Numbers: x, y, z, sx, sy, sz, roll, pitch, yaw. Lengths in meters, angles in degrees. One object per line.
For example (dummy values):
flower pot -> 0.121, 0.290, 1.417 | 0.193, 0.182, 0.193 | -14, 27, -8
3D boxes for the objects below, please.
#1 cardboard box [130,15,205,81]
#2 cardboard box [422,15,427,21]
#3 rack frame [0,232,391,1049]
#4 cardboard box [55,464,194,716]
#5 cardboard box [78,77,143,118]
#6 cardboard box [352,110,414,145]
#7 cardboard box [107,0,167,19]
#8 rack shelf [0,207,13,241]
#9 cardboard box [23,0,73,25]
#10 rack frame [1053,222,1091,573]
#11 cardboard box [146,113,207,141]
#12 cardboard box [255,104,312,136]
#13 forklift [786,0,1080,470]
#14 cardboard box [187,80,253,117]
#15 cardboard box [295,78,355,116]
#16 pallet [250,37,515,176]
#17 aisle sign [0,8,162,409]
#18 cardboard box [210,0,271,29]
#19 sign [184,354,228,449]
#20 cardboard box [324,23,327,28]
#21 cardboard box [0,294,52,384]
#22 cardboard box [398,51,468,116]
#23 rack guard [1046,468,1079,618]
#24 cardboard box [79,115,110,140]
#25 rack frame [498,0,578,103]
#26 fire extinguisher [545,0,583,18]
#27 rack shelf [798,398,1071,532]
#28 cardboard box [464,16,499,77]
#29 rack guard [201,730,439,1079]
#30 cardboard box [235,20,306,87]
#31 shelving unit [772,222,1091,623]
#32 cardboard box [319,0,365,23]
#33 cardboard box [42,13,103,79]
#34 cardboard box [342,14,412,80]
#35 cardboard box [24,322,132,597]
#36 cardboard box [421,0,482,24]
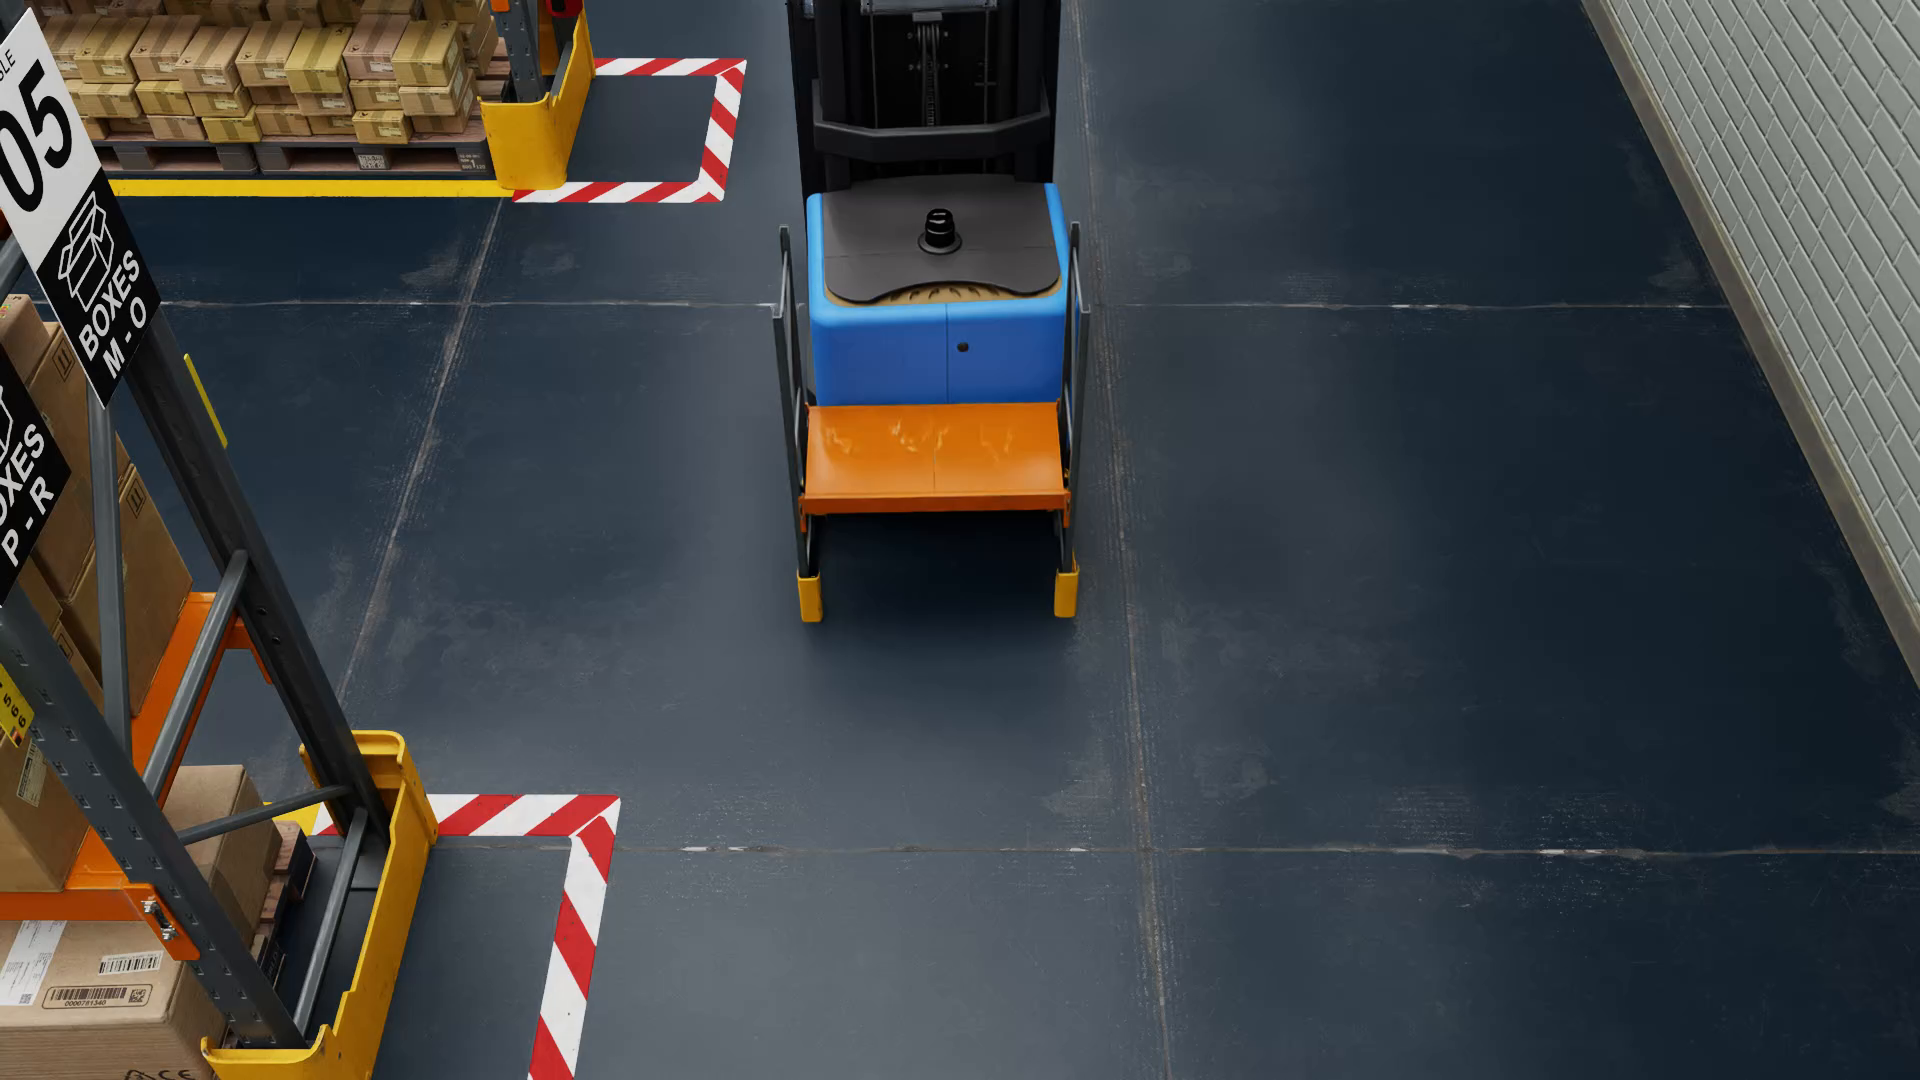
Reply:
cardboard box -> -3.954, -2.469, 8.334 | 0.250, 0.149, 0.380 | -1, 47, -1
cardboard box -> -2.919, -2.743, 8.793 | 0.250, 0.149, 0.380 | 0, 47, 0
rack frame -> -2.040, 0.385, 4.423 | 0.127, 3.000, 1.000 | 0, 47, 0
cardboard box -> -2.519, 0.139, 4.584 | 0.500, 0.500, 0.500 | 0, 47, 0
cardboard box -> -4.221, -2.291, 8.372 | 0.250, 0.149, 0.380 | 1, 47, 1
cardboard box -> -2.907, -2.186, 8.477 | 0.250, 0.149, 0.380 | 1, 47, 1
cardboard box -> -4.213, -2.783, 8.626 | 0.250, 0.149, 0.380 | 0, 47, 0
rack shelf -> -4.040, -0.398, 3.594 | 4.000, 0.370, 1.077 | 0, 47, 0
cardboard box -> -4.731, -2.856, 8.694 | 0.250, 0.149, 0.380 | -2, 47, -2
rack frame -> 0.409, -0.420, 6.197 | 0.032, 1.500, 0.500 | -1, 47, -1
cardboard box -> -3.947, -2.211, 8.500 | 0.250, 0.149, 0.380 | 1, 47, 1
cardboard box -> -3.418, -2.241, 8.528 | 0.250, 0.149, 0.380 | 1, 47, 1
forklift -> -0.162, -2.205, 6.881 | 1.130, 2.935, 3.031 | -3, 47, -3
cardboard box -> -3.689, -2.297, 8.377 | 0.250, 0.149, 0.380 | 1, 47, 1
cardboard box -> -3.171, -2.305, 8.384 | 0.250, 0.149, 0.380 | -2, 47, -1
pallet -> -3.011, -2.317, 8.843 | 1.213, 0.211, 1.003 | 0, 47, 0
aisle sign -> -1.967, -0.713, 3.669 | 0.004, 0.787, 0.394 | 0, 47, 0
cardboard box -> -3.698, -2.818, 8.659 | 0.250, 0.149, 0.380 | 2, 47, 2
sign -> -2.032, -0.343, 4.456 | 0.005, 0.325, 0.100 | 0, 47, 0
cardboard box -> -3.420, -2.759, 8.807 | 0.250, 0.149, 0.380 | 1, 47, 1
cardboard box -> -2.394, -0.415, 3.973 | 0.250, 0.149, 0.380 | 1, 47, 1
cardboard box -> -2.651, -2.304, 8.384 | 0.250, 0.149, 0.380 | -1, 47, -1
rack guard -> 0.408, 0.006, 6.654 | 0.087, 0.250, 0.587 | -1, 47, -1
cardboard box -> -4.462, -2.211, 8.501 | 0.250, 0.149, 0.380 | -1, 47, -1
rack frame -> -2.122, -3.239, 7.796 | 0.127, 3.000, 1.000 | 0, 47, 0
fire extinguisher -> -1.872, -2.747, 7.646 | 0.183, 0.674, 0.296 | 0, 47, 0
rack shelf -> -0.099, -0.288, 6.320 | 1.000, 0.185, 0.538 | -1, 47, -1
cardboard box -> -2.645, -2.646, 8.905 | 0.250, 0.149, 0.380 | 1, 47, 1
rack guard -> -2.016, 1.237, 5.338 | 0.348, 0.500, 1.175 | 0, 47, 0
cardboard box -> -3.422, -2.427, 8.295 | 0.250, 0.149, 0.380 | -2, 47, -1
shelving unit -> -0.090, -0.411, 6.189 | 1.083, 1.500, 0.587 | -1, 47, -1
cardboard box -> -3.173, -2.871, 8.708 | 0.250, 0.149, 0.380 | 0, 47, 0
cardboard box -> -4.463, -2.478, 8.342 | 0.250, 0.149, 0.380 | -2, 47, -1
cardboard box -> -2.904, -2.472, 8.337 | 0.250, 0.149, 0.380 | 1, 47, 1
cardboard box -> -2.519, -0.200, 4.216 | 0.500, 0.500, 0.500 | -1, 47, -1
cardboard box -> -2.645, -2.863, 8.701 | 0.250, 0.149, 0.380 | -2, 47, -2
